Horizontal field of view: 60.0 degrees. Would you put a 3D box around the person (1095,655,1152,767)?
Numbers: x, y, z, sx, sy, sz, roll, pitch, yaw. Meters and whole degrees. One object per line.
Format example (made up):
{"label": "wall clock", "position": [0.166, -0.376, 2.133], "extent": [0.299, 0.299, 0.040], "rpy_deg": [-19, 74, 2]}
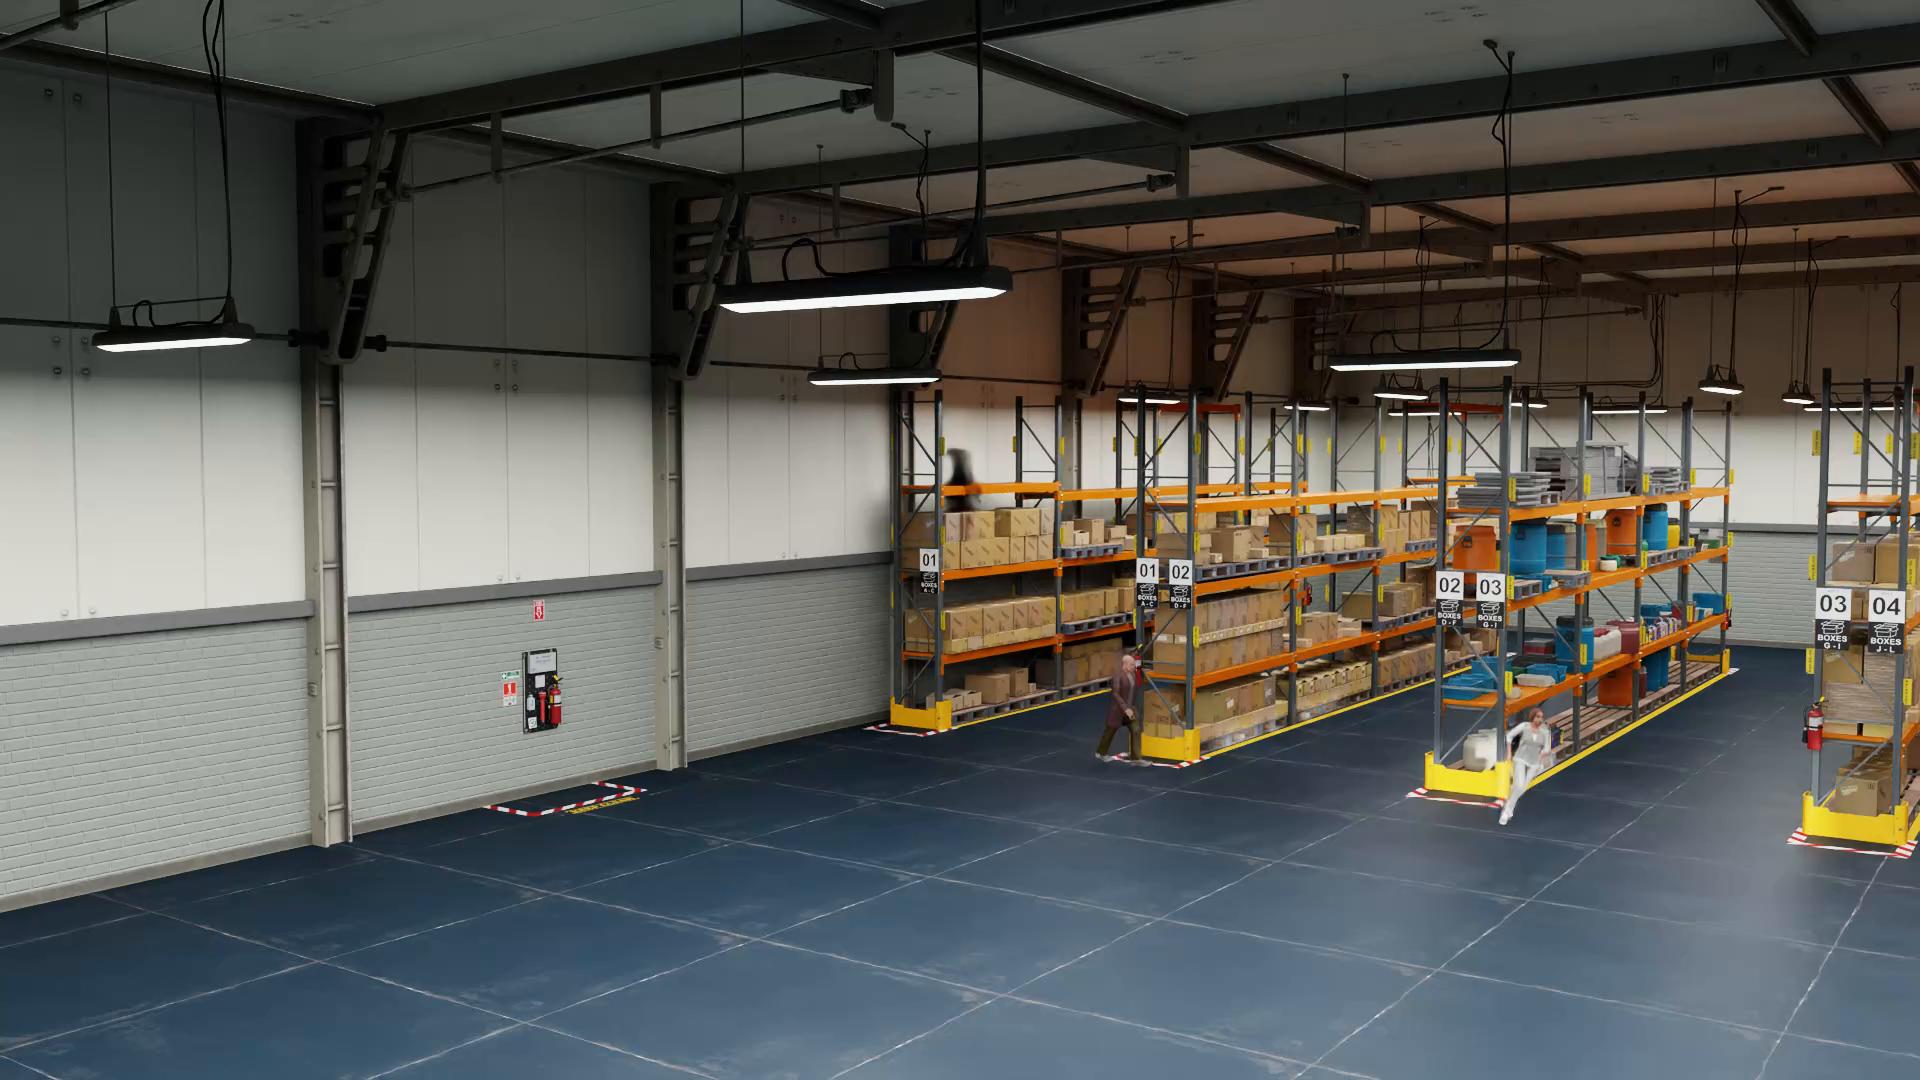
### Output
{"label": "person", "position": [2.514, 2.634, 25.804], "extent": [0.582, 1.724, 1.077], "rpy_deg": [-2, 4, -35]}

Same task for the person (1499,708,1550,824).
{"label": "person", "position": [7.442, 2.971, 22.022], "extent": [0.679, 1.530, 0.727], "rpy_deg": [0, 3, -3]}
